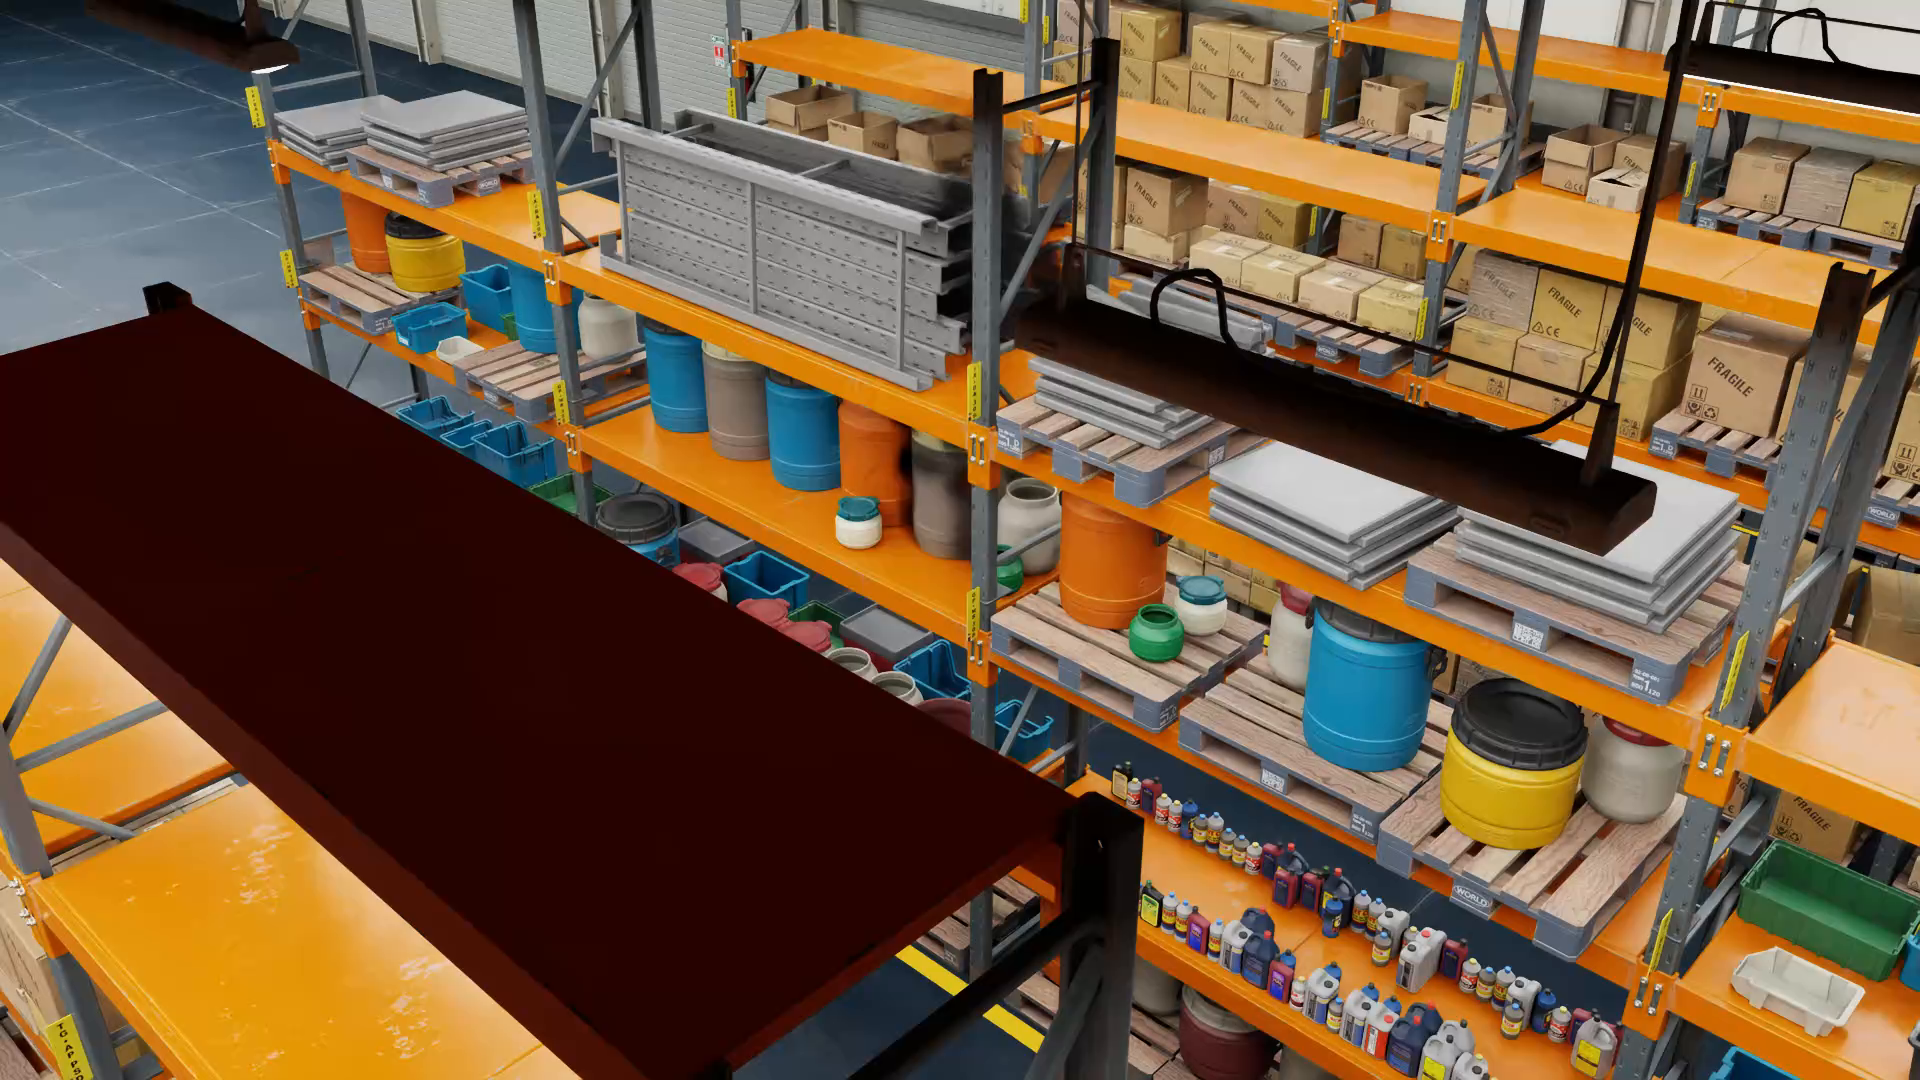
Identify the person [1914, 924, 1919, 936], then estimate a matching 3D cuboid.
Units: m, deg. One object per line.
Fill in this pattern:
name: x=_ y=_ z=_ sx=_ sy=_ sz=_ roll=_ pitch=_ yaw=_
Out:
person: x=5.950 y=2.569 z=9.963 sx=0.882 sy=1.709 sz=0.646 roll=20 pitch=35 yaw=31
